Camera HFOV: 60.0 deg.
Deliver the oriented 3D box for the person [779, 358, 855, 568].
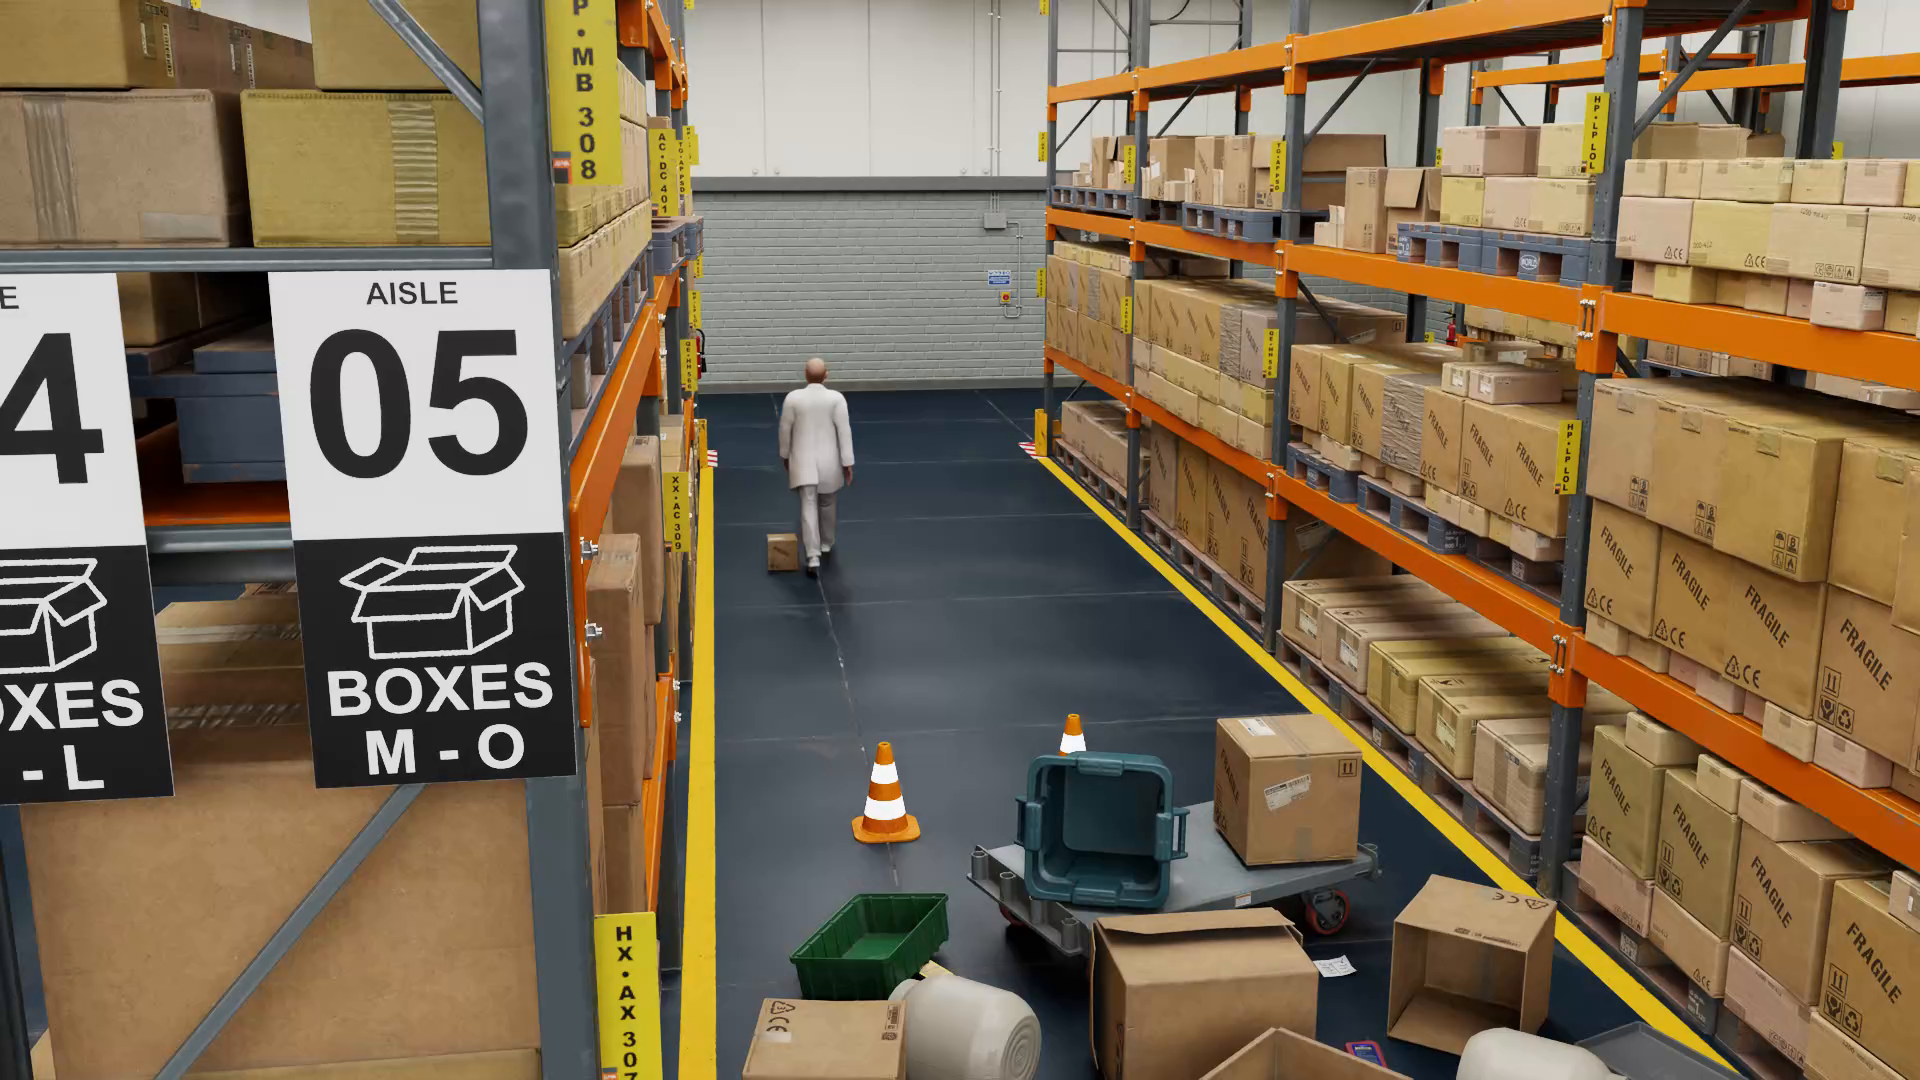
[{"bbox_3d":[-1.206,-0.679,13.963,0.618,1.715,1.166,-2,13,-7],"label":"person"}]
